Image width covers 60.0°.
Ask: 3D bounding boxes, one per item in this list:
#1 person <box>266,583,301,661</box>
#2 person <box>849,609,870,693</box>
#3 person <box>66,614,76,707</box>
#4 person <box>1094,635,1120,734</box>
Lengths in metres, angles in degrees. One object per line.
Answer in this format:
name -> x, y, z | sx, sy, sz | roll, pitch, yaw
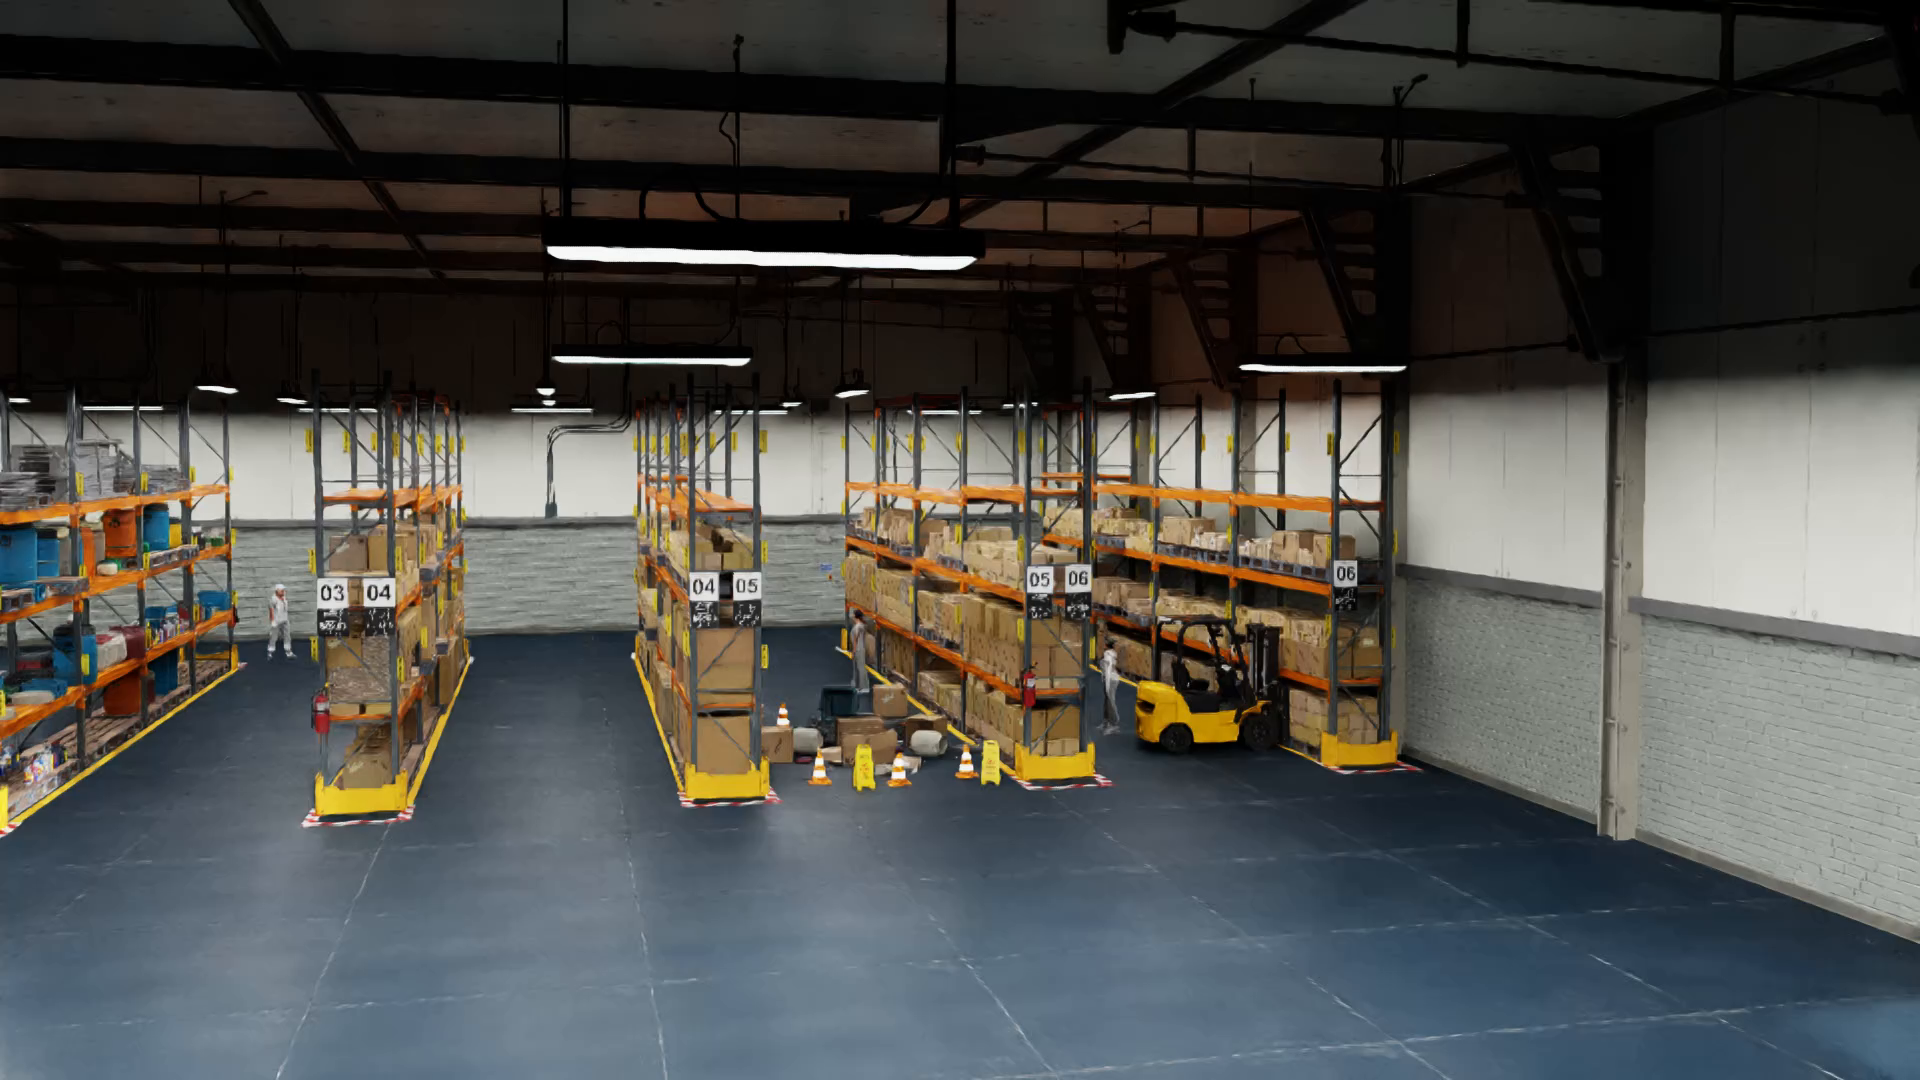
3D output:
person -> -15.638, 1.884, 38.301 | 0.529, 1.784, 0.707 | 1, 4, 20
person -> -2.073, 2.221, 33.455 | 0.575, 1.665, 0.576 | 0, 3, 7
person -> -16.895, 2.274, 31.716 | 0.580, 1.763, 0.673 | 1, 3, 12
person -> 2.548, 2.493, 28.794 | 0.459, 1.677, 0.525 | 1, 3, 16
